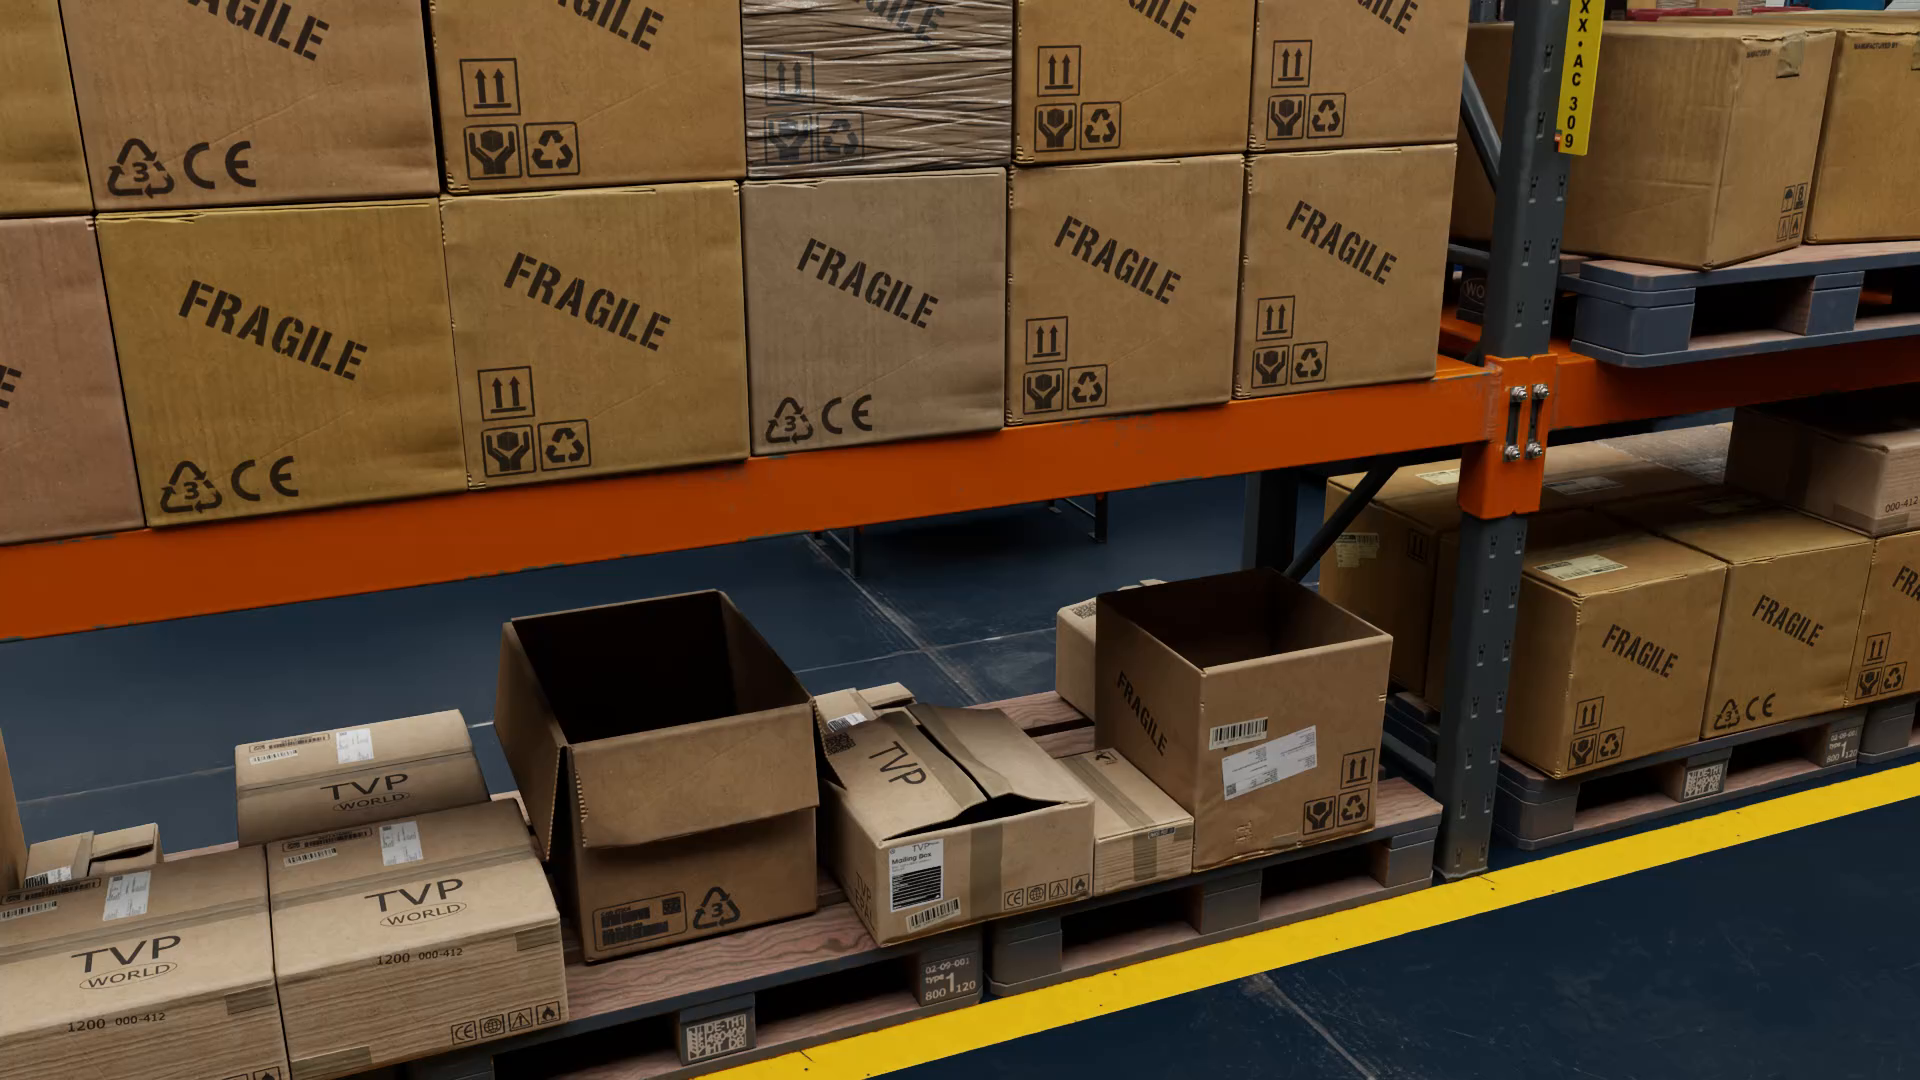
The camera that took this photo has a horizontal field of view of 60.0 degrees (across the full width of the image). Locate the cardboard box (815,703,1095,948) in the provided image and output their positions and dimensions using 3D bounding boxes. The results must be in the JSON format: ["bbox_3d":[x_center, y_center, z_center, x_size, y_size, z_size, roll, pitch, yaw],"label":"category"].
[{"bbox_3d":[-0.036,0.595,3.702,0.500,0.311,0.500,-8,21,-22],"label":"cardboard box"}]

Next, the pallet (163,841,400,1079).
[{"bbox_3d":[-1.808,1.000,3.363,1.213,0.211,1.003,-8,21,-22],"label":"pallet"}]

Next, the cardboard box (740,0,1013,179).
[{"bbox_3d":[-0.231,-0.965,3.090,0.500,0.500,0.500,-8,21,-21],"label":"cardboard box"}]

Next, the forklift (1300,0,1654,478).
[{"bbox_3d":[2.661,-1.941,7.620,3.031,2.935,1.130,-12,23,-30],"label":"forklift"}]

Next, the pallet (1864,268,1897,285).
[{"bbox_3d":[2.952,-0.905,4.863,1.213,0.211,1.003,-8,21,-22],"label":"pallet"}]

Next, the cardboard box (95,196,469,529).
[{"bbox_3d":[-1.164,-0.360,2.876,0.500,0.500,0.500,-8,21,-22],"label":"cardboard box"}]

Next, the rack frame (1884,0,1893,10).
[{"bbox_3d":[6.450,-3.290,11.348,0.127,3.000,1.000,-8,21,-22],"label":"rack frame"}]

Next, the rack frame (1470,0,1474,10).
[{"bbox_3d":[4.488,-4.800,15.638,0.127,3.000,1.000,-8,21,-22],"label":"rack frame"}]

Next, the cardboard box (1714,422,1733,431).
[{"bbox_3d":[2.786,-0.103,5.399,0.500,0.500,0.500,-9,21,-24],"label":"cardboard box"}]

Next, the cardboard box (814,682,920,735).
[{"bbox_3d":[-0.198,0.509,4.164,0.250,0.166,0.380,-8,21,-22],"label":"cardboard box"}]

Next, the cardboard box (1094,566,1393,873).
[{"bbox_3d":[0.652,0.407,3.951,0.500,0.500,0.500,-8,21,-22],"label":"cardboard box"}]

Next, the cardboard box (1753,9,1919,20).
[{"bbox_3d":[2.661,-1.223,4.695,0.500,0.500,0.700,-15,24,-36],"label":"cardboard box"}]

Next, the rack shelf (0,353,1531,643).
[{"bbox_3d":[-0.773,-0.124,3.440,4.000,0.370,1.077,-8,21,-22],"label":"rack shelf"}]

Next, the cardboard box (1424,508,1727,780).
[{"bbox_3d":[1.604,0.256,4.379,0.500,0.500,0.500,-9,21,-24],"label":"cardboard box"}]

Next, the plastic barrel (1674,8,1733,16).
[{"bbox_3d":[4.811,-3.198,10.884,0.433,0.535,0.433,0,19,0],"label":"plastic barrel"}]

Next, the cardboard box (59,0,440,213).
[{"bbox_3d":[-1.160,-0.832,2.712,0.500,0.500,0.500,-8,21,-21],"label":"cardboard box"}]

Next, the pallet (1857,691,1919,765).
[{"bbox_3d":[2.917,0.309,5.327,1.213,0.211,1.003,-8,21,-22],"label":"pallet"}]

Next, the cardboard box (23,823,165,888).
[{"bbox_3d":[-1.801,0.757,3.461,0.250,0.166,0.380,-8,21,-22],"label":"cardboard box"}]

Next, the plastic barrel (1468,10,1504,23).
[{"bbox_3d":[3.083,-2.981,10.267,0.708,0.536,0.600,-8,21,-22],"label":"plastic barrel"}]

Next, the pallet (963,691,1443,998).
[{"bbox_3d":[0.432,0.679,4.275,1.213,0.211,1.003,-8,21,-22],"label":"pallet"}]

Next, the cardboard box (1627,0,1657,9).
[{"bbox_3d":[6.294,-5.232,16.268,0.500,0.500,0.875,-8,21,-22],"label":"cardboard box"}]

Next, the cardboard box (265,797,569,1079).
[{"bbox_3d":[-1.080,0.773,3.288,0.500,0.250,0.500,-8,21,-22],"label":"cardboard box"}]

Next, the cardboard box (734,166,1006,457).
[{"bbox_3d":[-0.238,-0.493,3.254,0.500,0.500,0.500,-8,21,-21],"label":"cardboard box"}]

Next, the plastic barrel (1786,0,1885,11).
[{"bbox_3d":[5.975,-3.568,11.383,0.708,0.901,0.600,-8,21,-22],"label":"plastic barrel"}]

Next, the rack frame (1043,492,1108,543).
[{"bbox_3d":[0.461,-0.597,6.523,0.032,1.125,0.500,-8,21,-22],"label":"rack frame"}]

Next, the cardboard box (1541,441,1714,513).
[{"bbox_3d":[1.860,0.031,5.020,0.500,0.500,0.500,-8,21,-22],"label":"cardboard box"}]

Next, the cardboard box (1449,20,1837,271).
[{"bbox_3d":[1.587,-0.965,3.965,0.500,0.500,0.700,-17,26,-40],"label":"cardboard box"}]

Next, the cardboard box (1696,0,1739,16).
[{"bbox_3d":[7.233,-5.347,16.594,0.500,0.500,0.875,-8,21,-22],"label":"cardboard box"}]

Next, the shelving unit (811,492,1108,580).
[{"bbox_3d":[-0.006,-0.530,6.333,1.048,1.125,0.538,-8,21,-22],"label":"shelving unit"}]

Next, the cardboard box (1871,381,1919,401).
[{"bbox_3d":[2.982,-0.295,4.816,0.500,0.250,0.500,-9,21,-23],"label":"cardboard box"}]

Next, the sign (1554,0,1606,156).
[{"bbox_3d":[1.285,-0.970,3.457,0.005,0.325,0.100,-8,21,-22],"label":"sign"}]

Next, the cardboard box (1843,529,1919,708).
[{"bbox_3d":[2.551,0.119,4.769,0.500,0.500,0.500,-8,21,-21],"label":"cardboard box"}]

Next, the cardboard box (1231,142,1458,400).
[{"bbox_3d":[0.706,-0.629,3.642,0.500,0.500,0.500,-8,21,-21],"label":"cardboard box"}]

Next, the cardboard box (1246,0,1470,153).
[{"bbox_3d":[0.701,-1.099,3.472,0.500,0.500,0.500,-8,21,-22],"label":"cardboard box"}]
